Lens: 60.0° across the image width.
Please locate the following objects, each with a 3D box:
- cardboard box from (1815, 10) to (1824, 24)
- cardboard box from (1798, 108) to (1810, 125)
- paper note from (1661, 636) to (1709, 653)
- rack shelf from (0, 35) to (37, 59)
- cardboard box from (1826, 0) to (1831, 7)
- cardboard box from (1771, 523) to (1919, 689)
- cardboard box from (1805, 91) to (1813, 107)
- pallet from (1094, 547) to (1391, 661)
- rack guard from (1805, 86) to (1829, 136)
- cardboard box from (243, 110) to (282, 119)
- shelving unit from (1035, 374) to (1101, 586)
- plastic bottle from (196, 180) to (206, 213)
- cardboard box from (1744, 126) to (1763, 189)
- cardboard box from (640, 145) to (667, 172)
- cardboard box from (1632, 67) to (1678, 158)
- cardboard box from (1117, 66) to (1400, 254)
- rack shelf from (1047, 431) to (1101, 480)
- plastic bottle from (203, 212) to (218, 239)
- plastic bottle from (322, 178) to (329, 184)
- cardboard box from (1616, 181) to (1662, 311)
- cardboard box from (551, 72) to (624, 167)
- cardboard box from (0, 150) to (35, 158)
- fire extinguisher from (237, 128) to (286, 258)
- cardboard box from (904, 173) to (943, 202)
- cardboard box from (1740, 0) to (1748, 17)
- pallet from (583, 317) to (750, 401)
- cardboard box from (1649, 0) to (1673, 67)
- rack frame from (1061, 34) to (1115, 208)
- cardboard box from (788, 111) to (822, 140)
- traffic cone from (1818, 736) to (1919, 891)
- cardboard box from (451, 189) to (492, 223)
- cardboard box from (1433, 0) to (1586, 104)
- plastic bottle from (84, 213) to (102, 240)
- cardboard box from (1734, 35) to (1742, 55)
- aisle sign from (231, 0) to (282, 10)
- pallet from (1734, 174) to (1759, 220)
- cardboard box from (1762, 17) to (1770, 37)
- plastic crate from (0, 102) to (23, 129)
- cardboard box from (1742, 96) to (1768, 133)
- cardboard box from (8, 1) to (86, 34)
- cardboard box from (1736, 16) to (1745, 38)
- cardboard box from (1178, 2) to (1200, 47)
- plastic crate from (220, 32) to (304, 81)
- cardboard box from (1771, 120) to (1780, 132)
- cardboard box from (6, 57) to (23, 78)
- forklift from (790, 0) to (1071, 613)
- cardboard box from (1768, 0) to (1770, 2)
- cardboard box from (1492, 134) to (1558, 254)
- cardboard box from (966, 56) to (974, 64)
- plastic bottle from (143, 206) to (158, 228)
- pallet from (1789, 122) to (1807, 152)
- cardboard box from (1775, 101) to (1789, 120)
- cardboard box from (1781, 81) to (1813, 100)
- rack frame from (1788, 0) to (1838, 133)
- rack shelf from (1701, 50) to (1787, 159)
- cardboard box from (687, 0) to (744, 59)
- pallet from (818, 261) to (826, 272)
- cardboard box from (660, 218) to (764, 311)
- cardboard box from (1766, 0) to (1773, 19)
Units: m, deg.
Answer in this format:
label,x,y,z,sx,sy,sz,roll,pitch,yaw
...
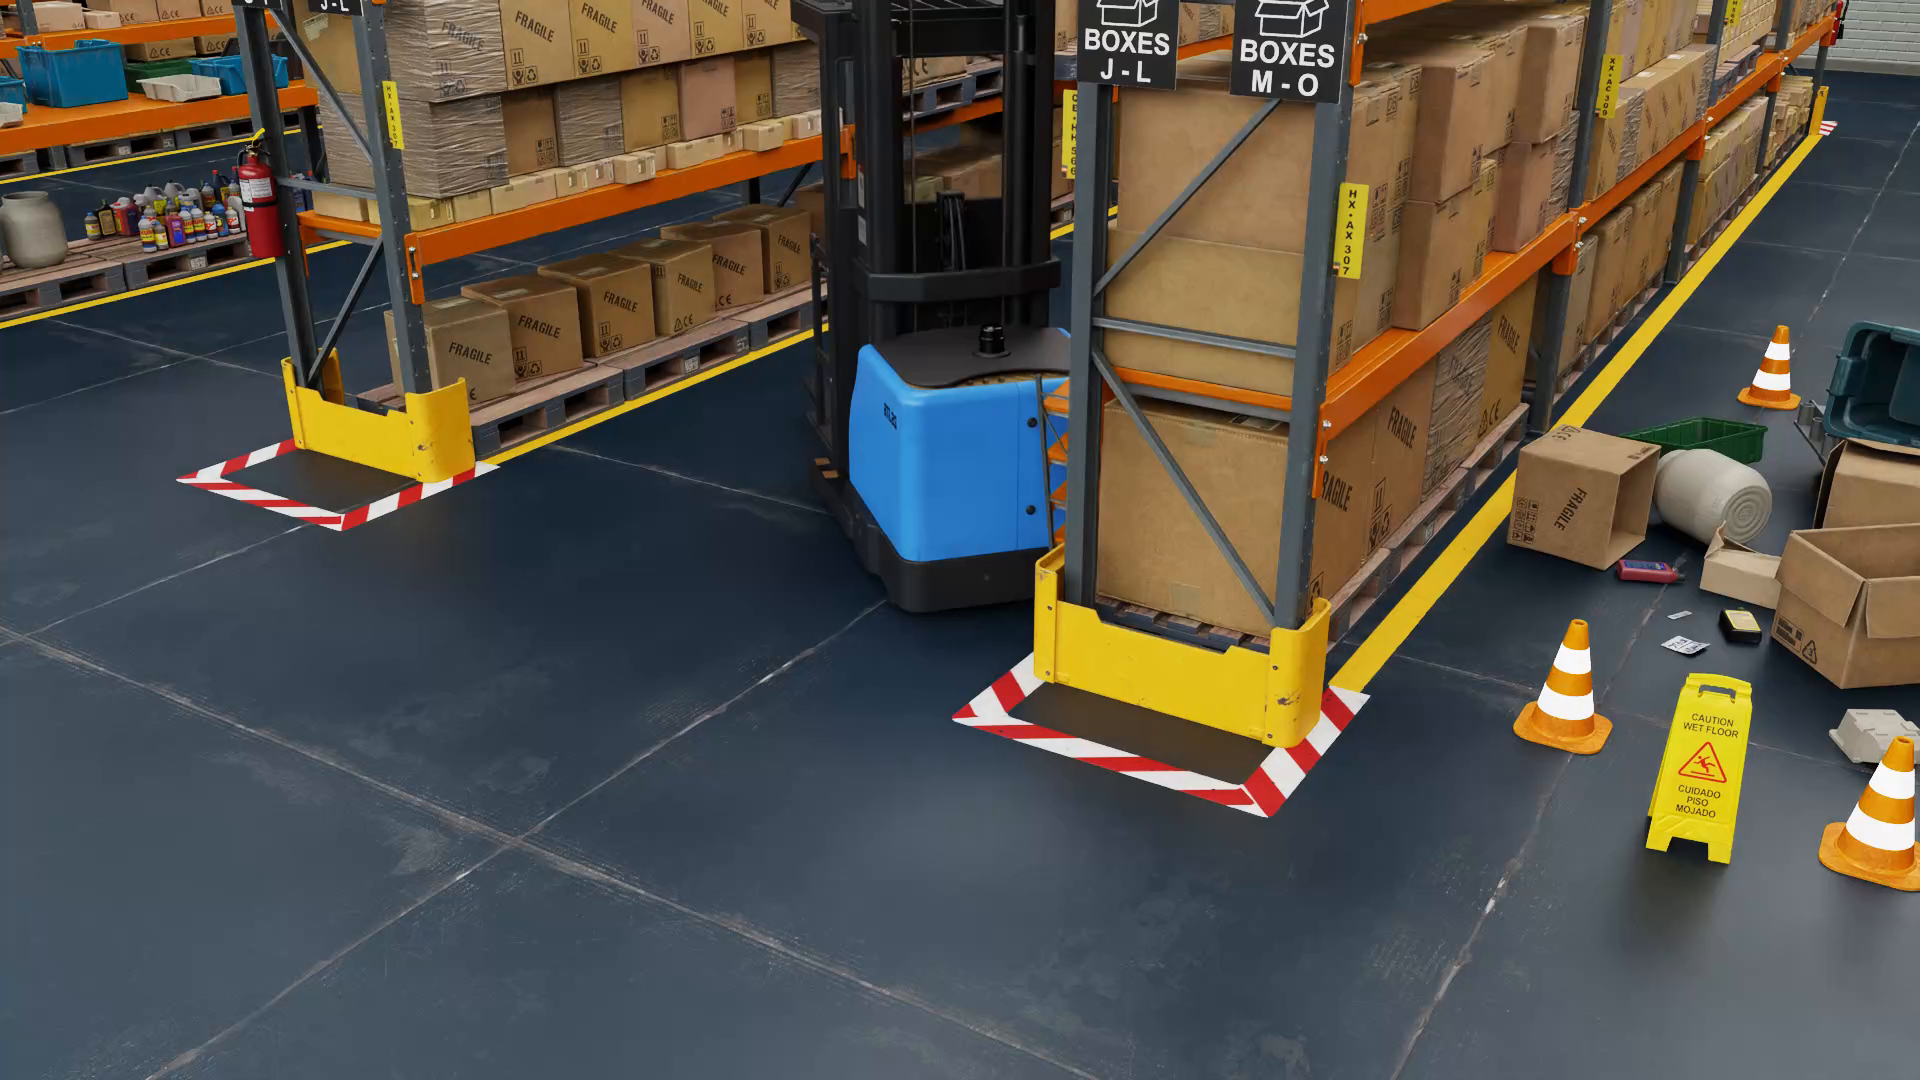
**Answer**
label,x,y,z,sx,sy,sz,roll,pitch,yaw
cardboard box,8.993,-5.614,17.759,0.380,0.149,0.250,15,27,30
cardboard box,9.172,-4.709,18.411,0.380,0.149,0.250,15,27,31
paper note,3.130,0.450,7.173,0.142,0.017,0.144,-17,29,-35
rack shelf,-10.637,-4.249,15.195,1.077,0.370,4.000,14,27,29
cardboard box,9.028,-5.958,17.736,0.500,0.500,0.500,13,27,28
cardboard box,3.917,0.272,6.989,0.797,0.503,0.637,-3,24,-7
cardboard box,9.286,-4.937,18.563,0.380,0.149,0.250,13,27,28
pallet,1.238,0.240,7.430,1.003,0.211,1.213,14,27,29
rack guard,9.282,-4.981,19.127,1.175,0.500,0.348,14,27,29
cardboard box,-8.079,-4.963,18.871,0.500,0.250,0.500,15,27,30
shelving unit,0.600,-0.272,7.272,0.258,1.200,0.503,14,38,29
plastic bottle,-6.376,-2.874,13.979,0.061,0.283,0.133,15,28,31
cardboard box,7.036,-3.547,15.285,0.500,0.500,0.500,13,27,28
cardboard box,-2.032,-2.356,10.233,0.380,0.149,0.250,14,27,29
cardboard box,4.298,-2.781,10.772,0.500,0.500,0.500,14,27,30
cardboard box,1.111,-1.435,6.241,0.875,0.550,0.550,14,27,29
rack shelf,0.585,-0.404,7.188,0.258,0.148,0.480,14,38,29
plastic bottle,-5.979,-2.512,13.246,0.097,0.201,0.097,0,23,0
plastic bottle,-5.350,-2.939,14.128,0.061,0.283,0.133,15,28,32
cardboard box,4.246,-2.132,11.701,1.050,0.750,0.750,14,27,30
cardboard box,-2.502,-2.543,9.848,0.875,0.500,0.500,14,27,29
cardboard box,-9.641,-3.983,16.607,0.500,0.250,0.500,14,27,29
fire extinguisher,-3.730,-1.850,8.844,0.296,0.674,0.183,14,27,29
cardboard box,-0.558,-2.592,13.054,0.700,0.500,0.500,14,27,29
cardboard box,6.203,-4.363,13.592,0.380,0.149,0.250,15,27,31
pallet,-2.135,-1.250,10.872,1.003,0.211,1.213,14,27,29
cardboard box,4.323,-3.464,11.092,0.700,0.500,0.500,13,27,28
rack frame,0.942,-4.527,14.932,1.000,3.000,0.127,14,27,29
cardboard box,-1.172,-2.845,11.363,0.380,0.149,0.250,14,27,29
traffic cone,3.150,0.881,5.634,0.336,0.463,0.334,14,27,29
cardboard box,-2.777,-1.838,9.037,0.380,0.149,0.250,14,27,29
cardboard box,2.768,-2.551,8.818,0.875,0.550,0.550,14,27,29
plastic bottle,-6.890,-2.494,13.205,0.097,0.201,0.097,0,23,0
cardboard box,6.207,-4.088,13.704,0.380,0.149,0.250,14,27,30
aisle sign,-3.566,-3.062,8.275,0.394,0.787,0.004,14,27,29
pallet,6.803,-3.261,15.517,1.003,0.211,1.213,14,27,29
cardboard box,7.035,-4.618,14.929,0.380,0.149,0.250,14,27,29
plastic crate,-6.741,-2.979,11.687,0.298,0.136,0.250,14,27,29
cardboard box,7.034,-3.889,15.132,0.500,0.250,0.500,13,27,28
cardboard box,-9.360,-5.361,17.047,0.500,0.250,0.500,16,28,32
cardboard box,6.206,-4.224,13.644,0.380,0.149,0.250,14,27,28
cardboard box,1.967,-5.028,15.964,0.500,0.500,0.500,13,27,28
plastic crate,-5.760,-4.037,13.877,0.767,0.338,0.504,14,27,29
cardboard box,8.140,-4.252,16.982,0.380,0.149,0.250,15,28,31
cardboard box,-12.389,-6.293,21.603,0.700,0.500,0.500,14,27,29
forklift,-0.181,-1.584,8.220,1.130,2.935,3.031,-7,24,-15
cardboard box,7.025,-4.887,14.802,0.380,0.149,0.250,13,27,27
cardboard box,2.537,-1.855,8.571,0.875,0.550,0.550,14,27,29
cardboard box,-0.332,-4.022,13.106,0.797,0.503,0.637,17,29,34
plastic bottle,-6.544,-2.601,13.451,0.097,0.201,0.097,0,23,0
pallet,8.824,-4.582,18.568,1.003,0.211,1.213,14,27,29
cardboard box,8.179,-4.372,16.884,0.380,0.149,0.250,15,27,30
cardboard box,9.048,-4.893,18.087,0.380,0.149,0.250,13,27,28
rack frame,9.322,-6.154,18.689,1.000,3.000,0.127,14,27,29
rack shelf,6.157,-3.799,14.154,1.077,0.370,4.000,14,27,29
cardboard box,-1.699,-3.271,10.272,0.500,0.500,0.500,14,27,29
pallet,-0.759,-2.161,12.975,1.003,0.211,1.213,14,27,29
cardboard box,-1.709,-1.901,11.484,0.500,0.500,0.500,-18,29,-36
cardboard box,7.032,-4.753,14.866,0.380,0.149,0.250,14,27,29
